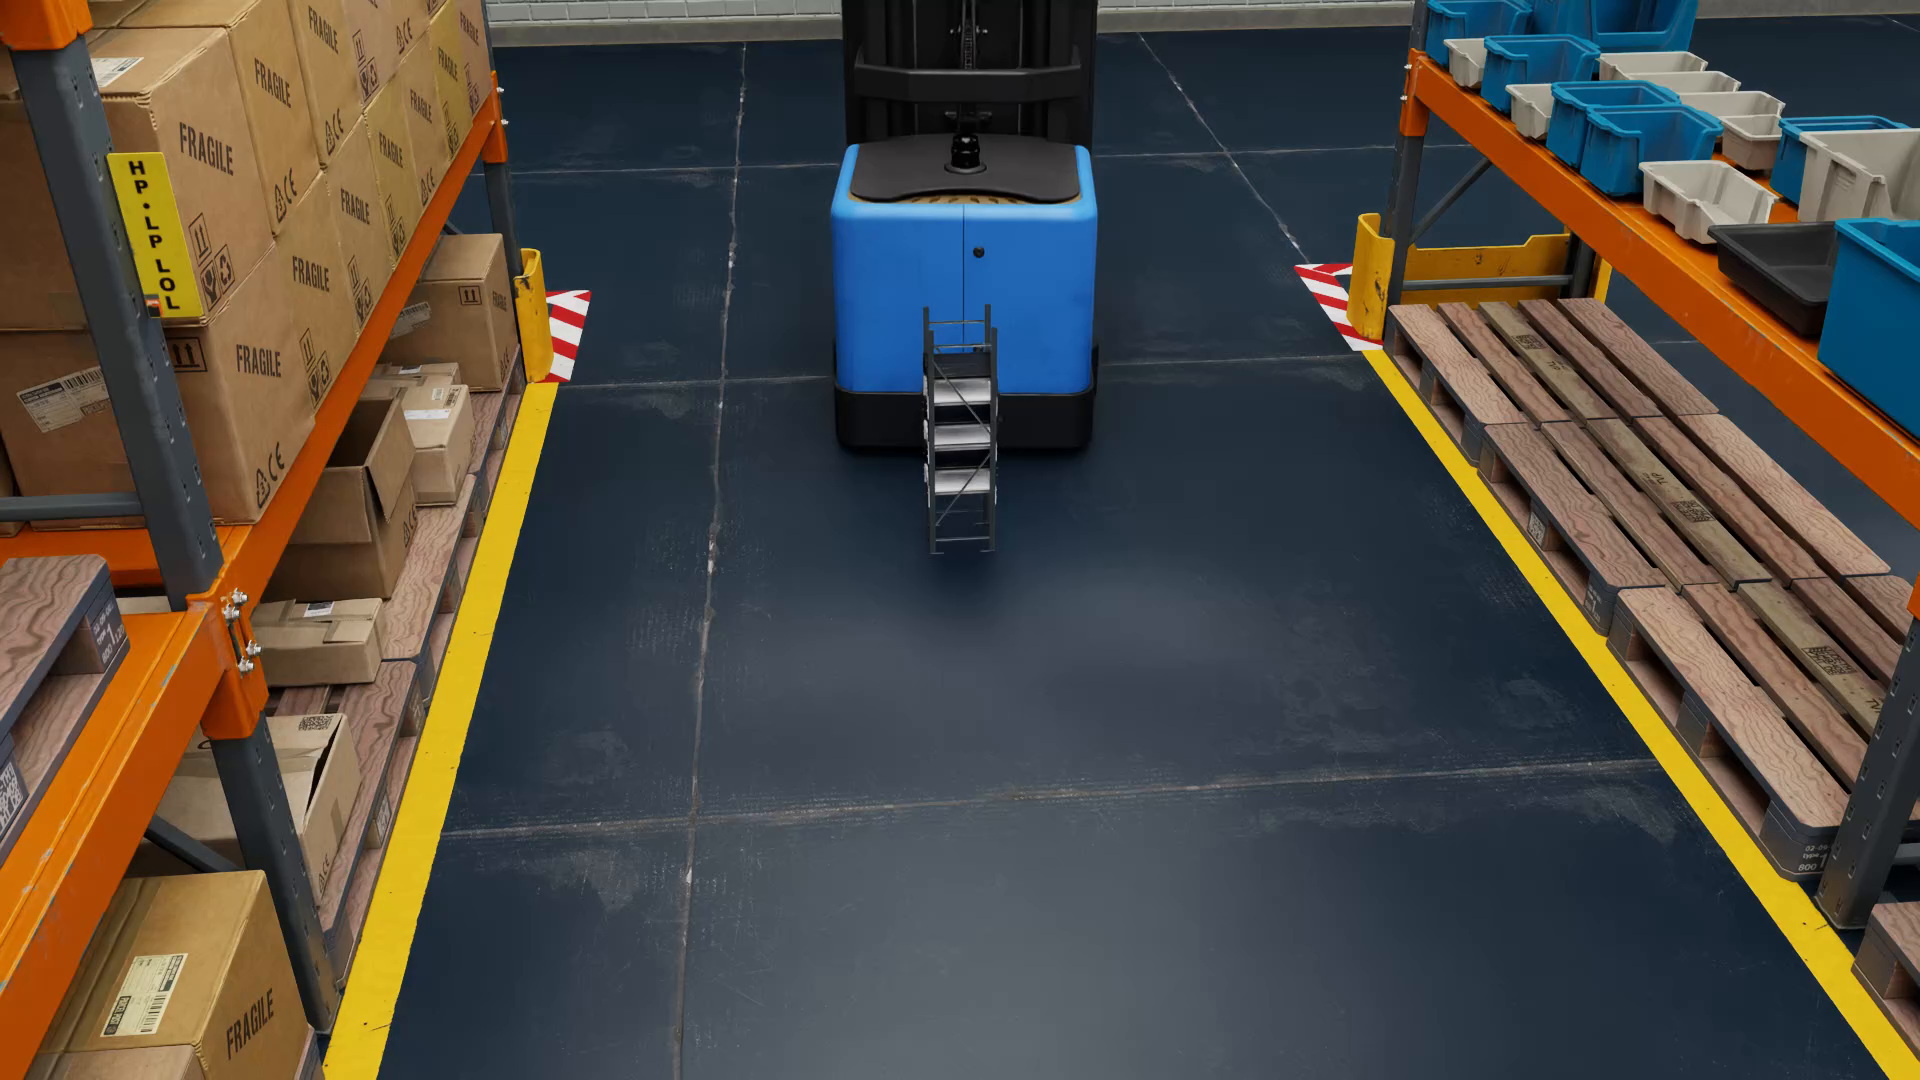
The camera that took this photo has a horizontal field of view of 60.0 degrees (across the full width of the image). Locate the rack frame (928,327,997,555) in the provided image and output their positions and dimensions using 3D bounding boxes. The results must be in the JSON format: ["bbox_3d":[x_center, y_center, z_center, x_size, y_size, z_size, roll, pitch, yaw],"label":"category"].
[{"bbox_3d":[0.009,-0.339,5.939,0.240,0.900,0.006,-3,31,-5],"label":"rack frame"}]

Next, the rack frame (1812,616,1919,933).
[{"bbox_3d":[2.853,-0.285,3.803,1.000,3.000,0.127,-3,31,-5],"label":"rack frame"}]

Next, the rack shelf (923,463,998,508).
[{"bbox_3d":[-0.001,-0.207,6.136,0.258,0.077,0.200,-3,31,-5],"label":"rack shelf"}]

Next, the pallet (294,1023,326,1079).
[{"bbox_3d":[-1.965,1.561,3.431,1.003,0.211,1.213,-3,31,-5],"label":"pallet"}]

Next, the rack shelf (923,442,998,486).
[{"bbox_3d":[-0.001,-0.285,6.089,0.258,0.077,0.200,-3,31,-5],"label":"rack shelf"}]

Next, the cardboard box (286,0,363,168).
[{"bbox_3d":[-1.939,-1.302,4.432,0.500,0.500,0.500,-4,31,-6],"label":"cardboard box"}]

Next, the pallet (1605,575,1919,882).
[{"bbox_3d":[2.746,0.538,5.143,1.003,0.211,1.213,-3,31,-5],"label":"pallet"}]

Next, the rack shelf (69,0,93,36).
[{"bbox_3d":[-2.266,-2.050,4.533,1.077,0.370,4.000,-3,31,-5],"label":"rack shelf"}]

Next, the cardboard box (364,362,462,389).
[{"bbox_3d":[-2.208,-0.588,6.643,0.380,0.166,0.250,-3,31,-5],"label":"cardboard box"}]

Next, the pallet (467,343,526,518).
[{"bbox_3d":[-2.370,-0.449,6.796,1.003,0.211,1.213,-3,31,-5],"label":"pallet"}]

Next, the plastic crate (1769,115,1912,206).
[{"bbox_3d":[2.926,-1.245,5.514,0.416,0.233,0.300,-3,31,-5],"label":"plastic crate"}]

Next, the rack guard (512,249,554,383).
[{"bbox_3d":[-2.446,-0.980,7.404,1.175,0.500,0.348,-3,31,-5],"label":"rack guard"}]

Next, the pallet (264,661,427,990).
[{"bbox_3d":[-2.142,0.797,4.711,1.003,0.211,1.213,-3,31,-5],"label":"pallet"}]

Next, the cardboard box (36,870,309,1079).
[{"bbox_3d":[-1.748,1.072,3.538,0.500,0.500,0.500,-3,31,-5],"label":"cardboard box"}]

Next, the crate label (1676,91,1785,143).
[{"bbox_3d":[2.799,-1.543,6.106,0.396,0.136,0.243,-3,31,-5],"label":"crate label"}]

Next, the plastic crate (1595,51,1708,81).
[{"bbox_3d":[2.736,-1.833,6.591,0.396,0.136,0.243,-3,31,-5],"label":"plastic crate"}]

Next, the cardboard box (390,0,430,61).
[{"bbox_3d":[-2.036,-1.828,5.313,0.500,0.500,0.500,-2,31,-3],"label":"cardboard box"}]

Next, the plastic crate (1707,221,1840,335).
[{"bbox_3d":[2.481,-0.752,4.793,0.437,0.125,0.590,-3,31,-5],"label":"plastic crate"}]

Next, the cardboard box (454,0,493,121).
[{"bbox_3d":[-2.140,-1.920,6.441,0.500,0.500,0.500,-2,31,-3],"label":"cardboard box"}]

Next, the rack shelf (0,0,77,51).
[{"bbox_3d":[-1.892,-0.008,1.114,1.077,0.370,4.000,-3,31,-5],"label":"rack shelf"}]

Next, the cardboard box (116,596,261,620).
[{"bbox_3d":[-2.485,0.255,5.091,0.500,0.311,0.500,-3,31,-5],"label":"cardboard box"}]

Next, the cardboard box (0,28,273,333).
[{"bbox_3d":[-1.843,-0.776,3.552,0.500,0.500,0.500,-2,31,-3],"label":"cardboard box"}]

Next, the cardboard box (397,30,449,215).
[{"bbox_3d":[-2.047,-1.400,5.571,0.500,0.500,0.500,-3,31,-4],"label":"cardboard box"}]

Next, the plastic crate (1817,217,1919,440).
[{"bbox_3d":[2.470,-0.526,4.163,0.392,0.384,0.575,-3,31,-5],"label":"plastic crate"}]

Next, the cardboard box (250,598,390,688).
[{"bbox_3d":[-1.994,0.312,5.137,0.380,0.166,0.250,-3,31,-5],"label":"cardboard box"}]

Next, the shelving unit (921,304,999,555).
[{"bbox_3d":[-0.001,-0.390,6.026,0.258,0.900,0.210,-3,31,-5],"label":"shelving unit"}]

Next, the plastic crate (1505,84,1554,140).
[{"bbox_3d":[2.186,-1.584,6.176,0.250,0.136,0.298,-3,31,-5],"label":"plastic crate"}]

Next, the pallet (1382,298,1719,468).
[{"bbox_3d":[2.518,-0.708,7.229,1.003,0.211,1.213,-3,31,-5],"label":"pallet"}]

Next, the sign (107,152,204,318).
[{"bbox_3d":[-1.527,-0.576,3.159,0.100,0.325,0.005,-3,31,-5],"label":"sign"}]

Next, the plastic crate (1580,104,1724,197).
[{"bbox_3d":[2.326,-1.314,5.630,0.416,0.233,0.300,-3,31,-5],"label":"plastic crate"}]

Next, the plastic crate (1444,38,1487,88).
[{"bbox_3d":[2.122,-1.931,6.756,0.250,0.136,0.298,-3,31,-5],"label":"plastic crate"}]

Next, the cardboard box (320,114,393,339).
[{"bbox_3d":[-1.951,-0.883,4.706,0.500,0.500,0.500,-3,31,-5],"label":"cardboard box"}]

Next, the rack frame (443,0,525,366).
[{"bbox_3d":[-2.453,-2.092,6.828,1.000,3.000,0.127,-3,31,-5],"label":"rack frame"}]

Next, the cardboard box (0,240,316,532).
[{"bbox_3d":[-1.855,-0.366,3.840,0.500,0.500,0.500,-2,31,-3],"label":"cardboard box"}]

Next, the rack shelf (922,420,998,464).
[{"bbox_3d":[-0.001,-0.362,6.043,0.258,0.077,0.200,-3,31,-5],"label":"rack shelf"}]

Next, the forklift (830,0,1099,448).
[{"bbox_3d":[0.046,-2.348,7.323,1.130,2.935,3.031,1,31,1],"label":"forklift"}]
